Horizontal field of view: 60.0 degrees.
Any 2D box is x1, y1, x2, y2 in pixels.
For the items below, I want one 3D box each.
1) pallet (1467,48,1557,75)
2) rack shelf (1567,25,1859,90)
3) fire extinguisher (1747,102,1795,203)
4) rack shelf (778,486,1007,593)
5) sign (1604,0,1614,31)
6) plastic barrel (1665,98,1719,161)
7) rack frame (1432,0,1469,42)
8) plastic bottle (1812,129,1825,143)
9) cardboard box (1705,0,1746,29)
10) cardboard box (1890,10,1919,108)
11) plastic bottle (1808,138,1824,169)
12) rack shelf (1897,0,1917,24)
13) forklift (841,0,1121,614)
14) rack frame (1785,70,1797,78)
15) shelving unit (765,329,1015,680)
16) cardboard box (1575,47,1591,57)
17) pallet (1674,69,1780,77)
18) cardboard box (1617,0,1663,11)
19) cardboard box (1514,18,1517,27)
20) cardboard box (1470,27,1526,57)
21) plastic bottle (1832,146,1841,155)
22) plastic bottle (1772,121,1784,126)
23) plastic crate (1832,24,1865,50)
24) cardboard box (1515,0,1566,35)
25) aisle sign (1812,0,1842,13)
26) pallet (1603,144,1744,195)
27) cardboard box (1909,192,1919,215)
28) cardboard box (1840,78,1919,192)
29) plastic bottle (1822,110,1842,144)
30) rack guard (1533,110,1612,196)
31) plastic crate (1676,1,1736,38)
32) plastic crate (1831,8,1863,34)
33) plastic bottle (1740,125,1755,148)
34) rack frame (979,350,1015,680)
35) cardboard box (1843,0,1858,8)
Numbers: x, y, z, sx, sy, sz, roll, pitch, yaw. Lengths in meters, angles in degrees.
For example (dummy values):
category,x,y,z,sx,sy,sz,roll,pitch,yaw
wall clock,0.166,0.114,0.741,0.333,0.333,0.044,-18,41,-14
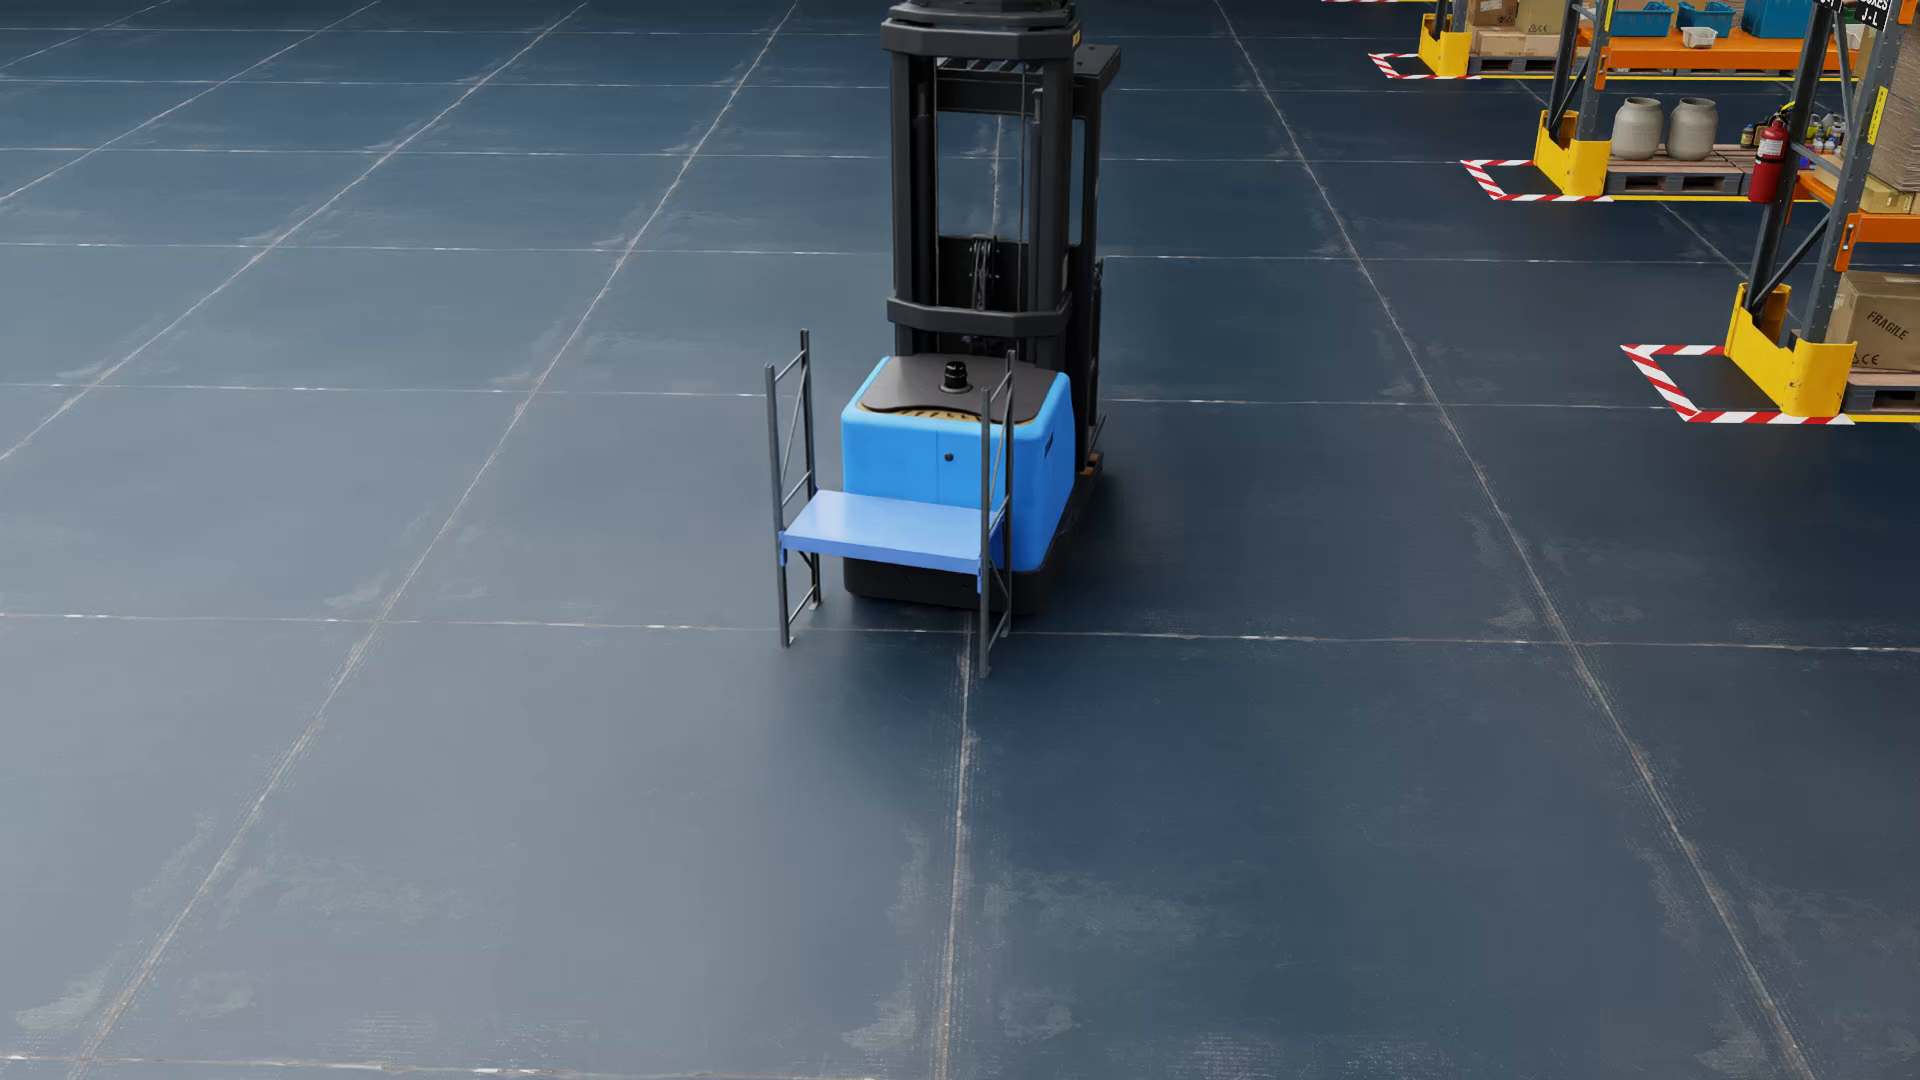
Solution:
category,x,y,z,sx,sy,sz,roll,pitch,yaw
pallet,6.587,-5.806,19.977,1.213,0.211,1.003,1,28,2
rack shelf,7.641,-4.361,15.043,4.000,0.370,1.077,1,28,2
fire extinguisher,5.370,-2.577,10.992,0.183,0.674,0.296,1,28,2
rack shelf,-0.314,-0.011,8.054,1.000,0.185,0.538,7,29,14
sign,5.619,-4.577,14.386,0.005,0.325,0.100,1,28,2
plastic barrel,6.804,-3.815,15.452,0.421,0.512,0.421,0,28,0
rack frame,5.821,-7.031,19.310,0.127,3.000,1.000,1,28,2
plastic bottle,8.088,-3.768,15.673,0.097,0.201,0.097,0,28,0
cardboard box,8.848,-6.186,19.403,0.500,0.500,0.500,1,28,2
cardboard box,6.008,-2.875,9.978,0.500,0.500,0.500,1,28,2
plastic bottle,7.786,-3.520,15.130,0.097,0.271,0.097,0,28,0
rack shelf,7.466,-3.368,9.967,4.000,0.370,1.077,1,28,2
forklift,0.237,-1.592,9.123,1.130,2.935,3.031,6,29,12
rack frame,9.819,-6.965,19.186,0.127,3.000,1.000,1,28,2
shelving unit,-0.314,-0.170,7.970,1.048,1.500,0.538,7,29,14
cardboard box,7.349,-5.873,19.615,0.500,0.250,0.500,1,28,2
pallet,9.025,-5.765,19.901,1.213,0.211,1.003,1,28,2
cardboard box,7.848,-6.194,19.418,0.500,0.500,0.500,1,28,2
cardboard box,6.868,-6.128,20.095,0.500,0.250,0.500,1,28,2
cardboard box,6.349,-5.889,19.643,0.500,0.250,0.500,1,28,2
plastic bottle,7.985,-3.486,15.141,0.097,0.201,0.097,0,28,0
plastic bottle,7.744,-3.861,15.770,0.135,0.276,0.152,1,28,2
plastic crate,8.008,-4.438,14.701,0.437,0.136,0.530,1,28,2
cardboard box,6.849,-6.212,19.453,0.500,0.500,0.500,1,28,2
aisle sign,5.416,-3.684,10.221,0.004,0.787,0.394,1,28,2
pallet,6.532,-3.485,15.599,1.213,0.211,1.003,1,28,2
cardboard box,5.993,-2.154,10.378,0.250,0.149,0.380,1,28,2
cardboard box,6.016,-2.548,10.429,0.500,0.500,0.875,1,28,2
plastic bottle,8.234,-3.888,15.740,0.185,0.351,0.144,1,28,1
rack guard,5.720,-3.629,15.561,0.348,0.500,1.175,1,28,2
plastic crate,6.802,-4.765,15.195,0.408,0.251,0.499,1,28,2
plastic crate,8.293,-4.707,15.153,0.662,0.188,0.450,1,28,2
plastic bottle,7.493,-3.845,15.819,0.097,0.201,0.097,0,28,0
rack frame,0.175,-0.106,7.849,0.032,1.500,0.500,7,29,14
cardboard box,10.754,-6.305,19.830,0.500,0.311,0.500,2,28,3
